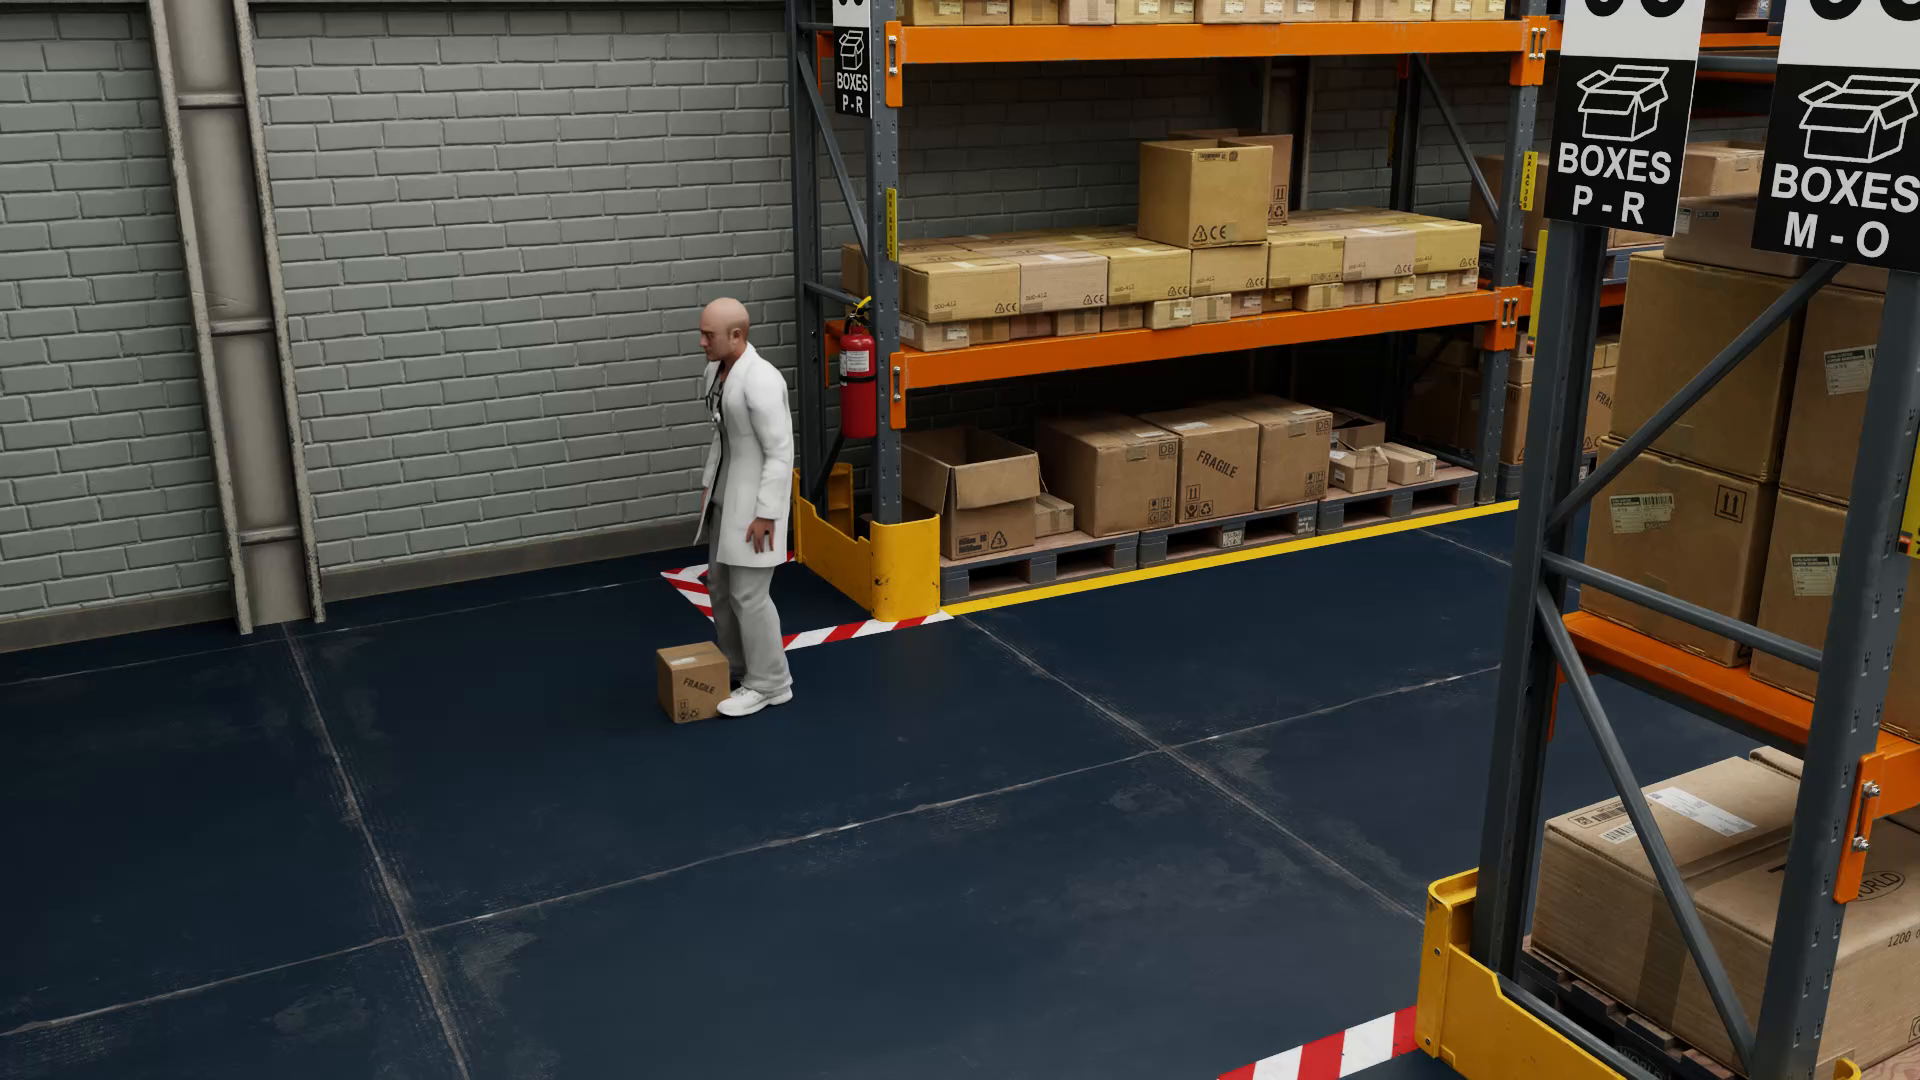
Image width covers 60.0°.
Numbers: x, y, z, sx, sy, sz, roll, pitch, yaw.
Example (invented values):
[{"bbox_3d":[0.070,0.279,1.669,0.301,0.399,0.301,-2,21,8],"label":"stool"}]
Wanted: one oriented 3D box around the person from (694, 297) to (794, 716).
[{"bbox_3d":[-0.925,-0.151,7.045,0.428,1.772,0.638,-10,21,-29],"label":"person"}]
